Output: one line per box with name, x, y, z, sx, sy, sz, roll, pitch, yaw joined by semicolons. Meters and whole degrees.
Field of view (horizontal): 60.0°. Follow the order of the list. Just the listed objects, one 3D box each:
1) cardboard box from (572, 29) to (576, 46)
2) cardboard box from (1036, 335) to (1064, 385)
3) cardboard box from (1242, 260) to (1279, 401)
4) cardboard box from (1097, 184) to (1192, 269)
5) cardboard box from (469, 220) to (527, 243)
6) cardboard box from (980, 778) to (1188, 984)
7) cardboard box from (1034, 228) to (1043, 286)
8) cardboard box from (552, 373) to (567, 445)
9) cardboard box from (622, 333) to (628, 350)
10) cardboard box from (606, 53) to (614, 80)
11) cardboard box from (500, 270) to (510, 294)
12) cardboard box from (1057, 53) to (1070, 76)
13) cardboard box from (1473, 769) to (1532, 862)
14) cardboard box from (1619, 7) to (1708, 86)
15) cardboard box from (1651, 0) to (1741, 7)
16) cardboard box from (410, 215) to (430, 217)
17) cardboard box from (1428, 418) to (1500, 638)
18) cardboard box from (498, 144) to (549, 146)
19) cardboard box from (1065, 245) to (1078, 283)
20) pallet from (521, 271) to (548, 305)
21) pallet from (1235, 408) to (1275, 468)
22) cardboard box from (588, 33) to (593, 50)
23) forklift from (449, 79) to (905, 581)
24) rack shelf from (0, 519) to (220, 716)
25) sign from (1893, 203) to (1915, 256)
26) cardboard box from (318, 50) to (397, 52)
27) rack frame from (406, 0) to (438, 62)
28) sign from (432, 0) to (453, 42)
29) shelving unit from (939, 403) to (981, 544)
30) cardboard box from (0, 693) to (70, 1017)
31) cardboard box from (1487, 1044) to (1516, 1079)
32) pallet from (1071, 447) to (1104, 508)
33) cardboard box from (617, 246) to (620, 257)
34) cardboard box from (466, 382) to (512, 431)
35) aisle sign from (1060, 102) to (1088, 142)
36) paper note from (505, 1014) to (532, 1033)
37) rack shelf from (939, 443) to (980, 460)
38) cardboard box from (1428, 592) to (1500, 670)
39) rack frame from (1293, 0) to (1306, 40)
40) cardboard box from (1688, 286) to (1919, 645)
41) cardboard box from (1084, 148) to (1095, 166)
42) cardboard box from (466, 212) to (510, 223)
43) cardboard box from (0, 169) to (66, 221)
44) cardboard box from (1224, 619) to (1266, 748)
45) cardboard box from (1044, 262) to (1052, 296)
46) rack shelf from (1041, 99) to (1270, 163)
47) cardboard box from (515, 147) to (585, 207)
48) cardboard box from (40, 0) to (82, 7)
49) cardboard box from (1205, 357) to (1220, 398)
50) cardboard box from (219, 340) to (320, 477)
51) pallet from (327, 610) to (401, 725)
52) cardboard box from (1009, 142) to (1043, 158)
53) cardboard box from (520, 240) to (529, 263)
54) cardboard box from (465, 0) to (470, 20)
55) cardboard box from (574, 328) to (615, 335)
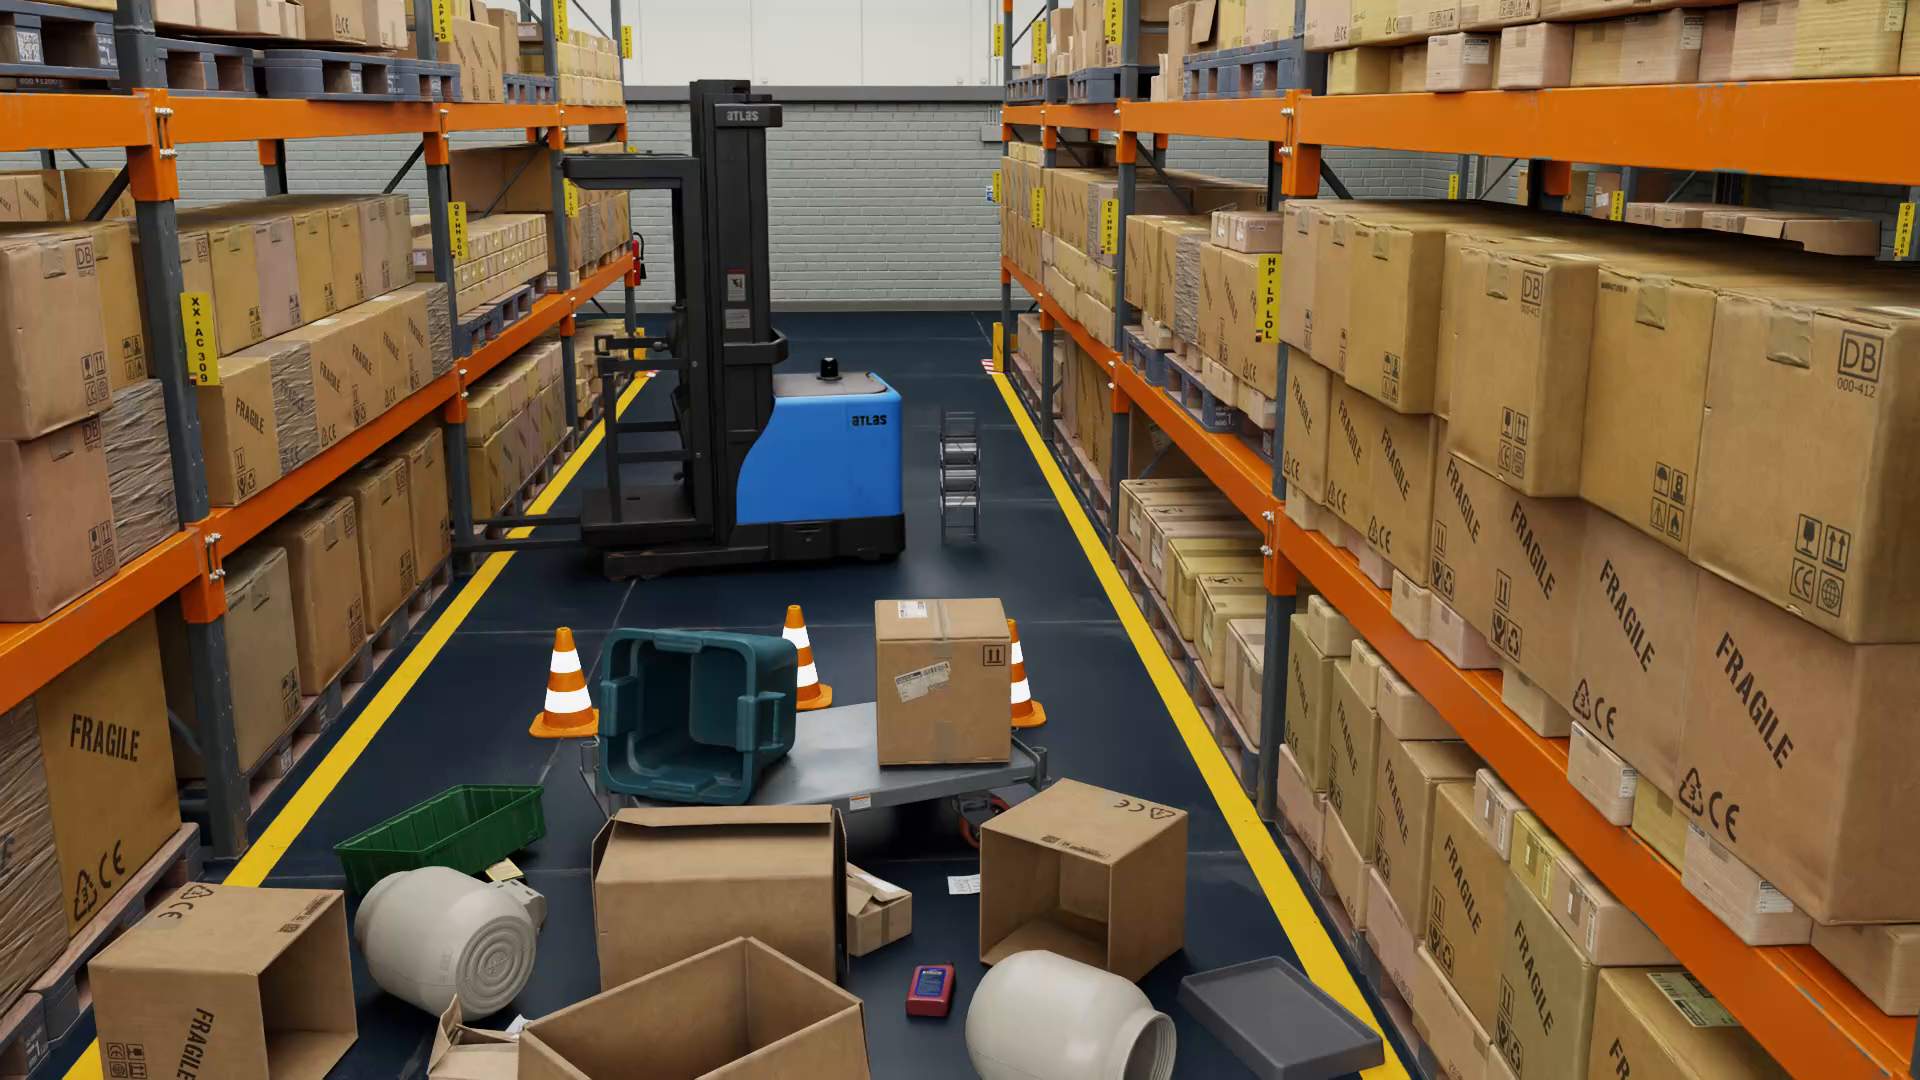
cardboard box;-3.566;-4.380;14.509;0.380;0.149;0.250;-1;14;-5
cardboard box;1.219;-1.675;15.814;0.875;0.438;0.875;-1;14;-5
cardboard box;1.445;-0.849;6.666;0.500;0.500;0.500;-1;14;-4
cardboard box;1.162;-1.994;10.549;0.500;0.500;0.500;-1;14;-5
cardboard box;-3.459;-2.307;12.439;0.380;0.149;0.250;-1;14;-4
cardboard box;0.411;1.155;5.529;0.500;0.500;0.500;10;18;35
cardboard box;0.923;-2.491;14.489;0.500;0.500;0.500;-1;14;-3
cardboard box;-3.430;-1.043;13.232;0.500;0.500;0.500;-1;14;-5
cardboard box;-3.658;-2.065;17.313;0.380;0.149;0.250;-1;14;-5
cardboard box;-3.660;-4.609;16.198;0.500;0.250;0.500;-1;14;-5
cardboard box;-3.405;-1.826;11.764;0.380;0.149;0.250;-1;14;-5
cardboard box;0.936;-3.554;12.427;0.380;0.166;0.250;-2;15;-7
cardboard box;1.524;0.690;4.193;0.380;0.149;0.250;0;14;-1
cardboard box;1.607;-1.016;3.439;0.380;0.149;0.250;-1;14;-4
cardboard box;1.633;-1.120;3.043;0.500;0.250;0.500;-1;14;-4
cardboard box;-4.162;-2.495;13.170;0.380;0.149;0.250;0;14;-1
cardboard box;1.575;-0.046;4.387;0.500;0.500;0.500;-1;14;-3
cardboard box;-4.165;-3.531;15.924;0.500;0.500;0.500;-1;14;-5
cardboard box;1.051;-2.006;12.102;0.500;0.250;0.500;-1;14;-5
pallet;-3.825;-1.945;12.950;1.003;0.211;1.213;-1;14;-3
pallet;1.800;-0.441;7.107;1.003;0.211;1.213;-1;14;-3
cardboard box;-3.588;-4.579;15.280;0.380;0.149;0.250;-1;14;-5
forklift;-1.918;-1.316;10.257;3.031;2.935;1.130;-3;15;-13
rack shelf;-3.108;0.605;4.097;1.077;0.370;4.000;-1;14;-3
sign;5.868;-1.926;10.327;0.100;0.325;0.005;-1;14;-3
cardboard box;-3.223;-2.681;8.832;0.380;0.166;0.250;-1;14;-3
rack frame;-3.479;-4.141;9.060;1.000;3.000;0.127;-1;14;-3
sign;-2.925;-2.983;9.385;0.100;0.325;0.005;-1;14;-3
shelving unit;0.000;-0.438;10.922;0.258;0.900;0.210;-1;14;-3
cardboard box;-3.203;0.967;4.670;0.875;0.875;0.875;-1;14;-3
cardboard box;1.608;1.455;4.026;0.500;0.250;0.500;-1;14;-3
pallet;1.409;-0.486;12.492;1.003;0.211;1.213;-1;14;-3
cardboard box;-3.695;-2.964;17.030;0.380;0.149;0.250;-1;14;-4
cardboard box;-3.312;-0.892;11.144;0.500;0.250;0.500;-1;14;-4
aisle sign;1.264;-4.608;17.699;0.394;0.787;0.004;-1;14;-3
paper note;-1.321;1.511;5.109;0.172;0.023;0.155;4;15;16
rack shelf;0.000;-0.580;10.886;0.258;0.077;0.200;-1;14;-3
cardboard box;1.515;0.244;4.564;0.380;0.149;0.250;-1;14;-4
rack frame;1.703;-3.247;5.588;1.000;3.000;0.127;-1;14;-3
cardboard box;1.701;-0.147;2.776;0.700;0.500;0.500;-1;14;-5
cardboard box;0.962;-3.317;14.390;0.380;0.149;0.250;-1;14;-2
cardboard box;-4.039;-2.538;14.075;0.500;0.500;0.500;-1;14;-3
cardboard box;-9.141;-3.360;16.265;0.500;0.500;0.500;-1;14;-5
cardboard box;1.668;0.597;7.117;0.950;0.372;0.625;-1;14;-3
cardboard box;0.971;-2.145;13.646;0.500;0.250;0.500;-1;14;-5
rack shelf;1.331;-2.938;11.851;1.077;0.370;4.000;-1;14;-3
cardboard box;-3.559;-3.151;14.450;0.500;0.500;0.500;-1;14;-5
cardboard box;-2.874;-1.675;4.957;0.380;0.149;0.250;-1;14;-3
cardboard box;1.325;-0.740;7.544;0.380;0.149;0.250;-1;14;-3
cardboard box;-3.028;-0.549;6.941;0.500;0.500;0.500;-1;14;-3
pallet;-3.433;0.615;8.212;1.003;0.211;1.213;-1;14;-3
cardboard box;0.694;-3.950;16.850;0.380;0.149;0.250;0;14;-2
cardboard box;-3.454;-2.165;12.484;0.380;0.149;0.250;-1;14;-5
cardboard box;-3.317;-3.403;10.476;0.396;0.266;0.258;-1;14;-3
cardboard box;-3.635;-2.017;16.529;0.380;0.149;0.250;-1;15;-6
